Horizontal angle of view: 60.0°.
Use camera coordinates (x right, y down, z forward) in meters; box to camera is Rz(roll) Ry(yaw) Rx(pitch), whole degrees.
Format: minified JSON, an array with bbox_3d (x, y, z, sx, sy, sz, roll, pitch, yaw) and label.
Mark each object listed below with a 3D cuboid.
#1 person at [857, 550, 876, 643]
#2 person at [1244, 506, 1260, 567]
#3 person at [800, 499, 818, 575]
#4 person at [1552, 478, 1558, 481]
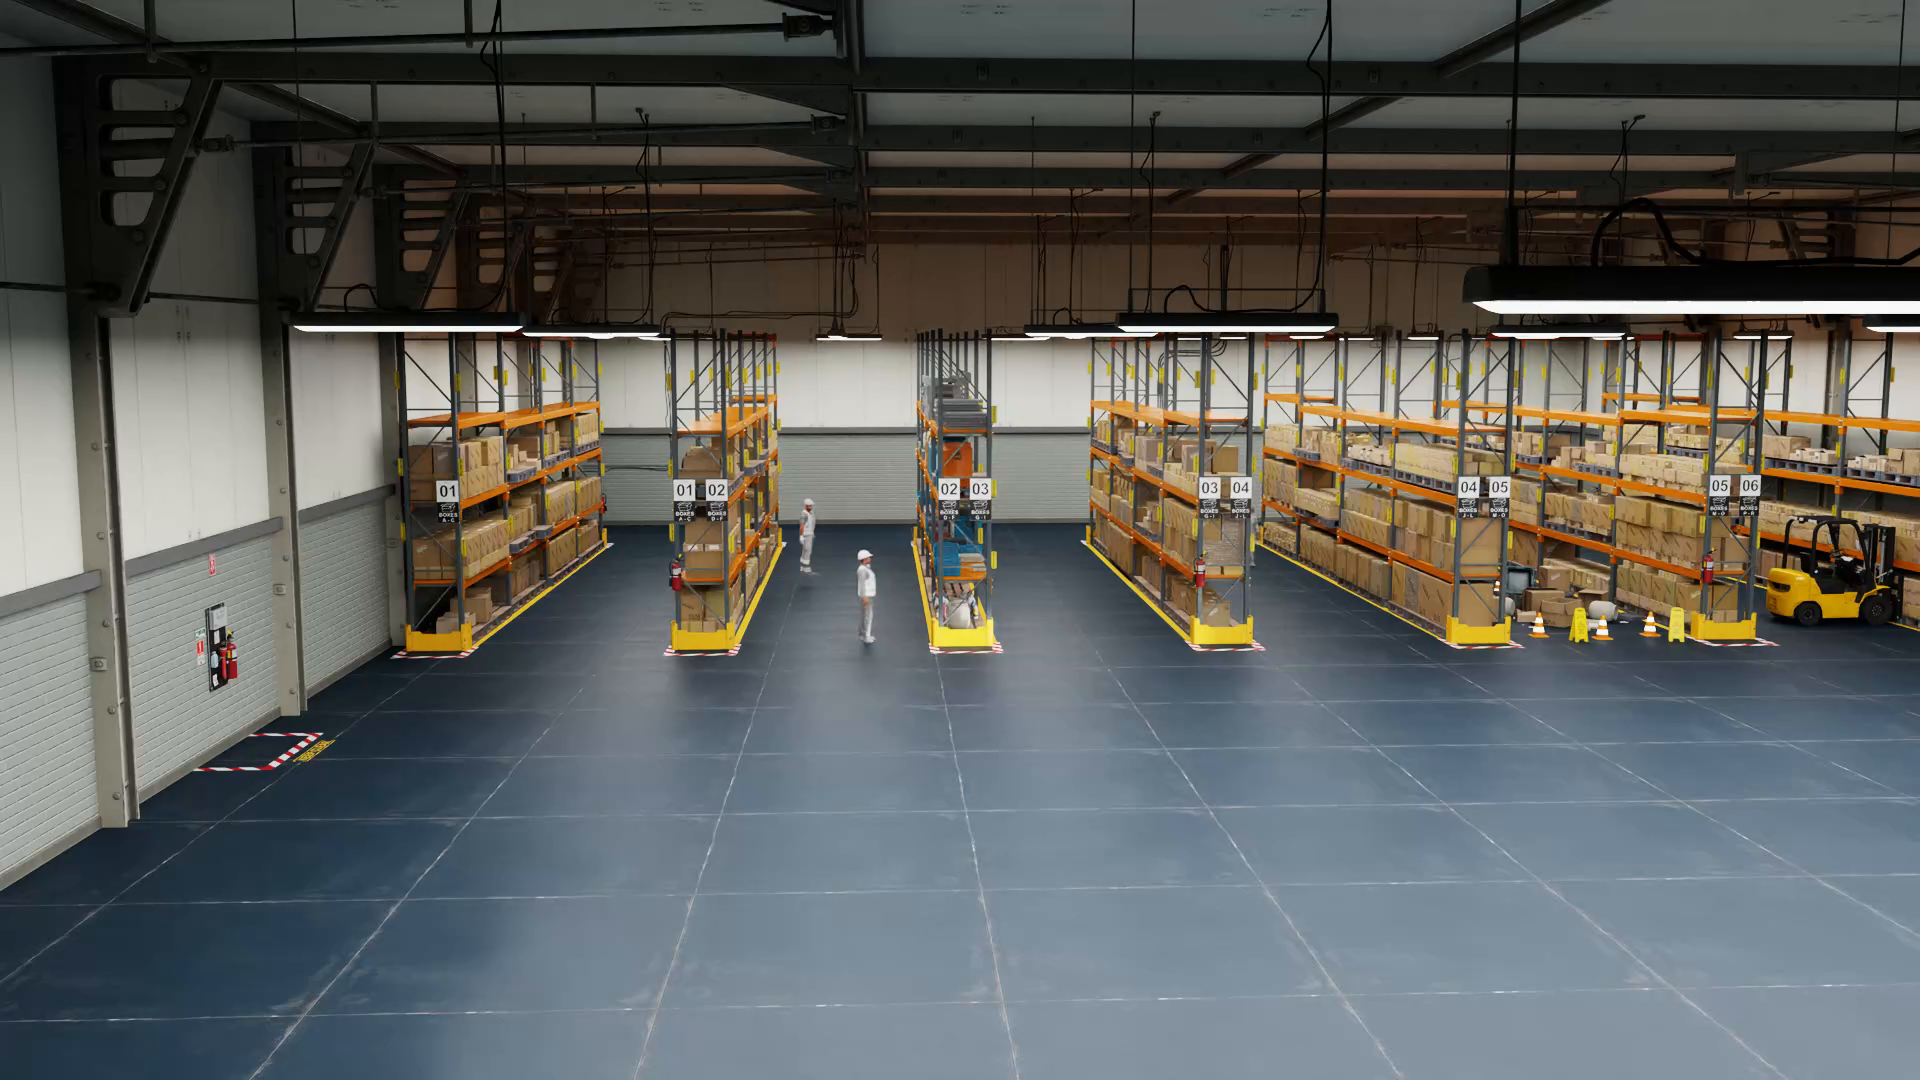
[{"bbox_3d":[-1.808,1.072,32.100,0.361,1.780,0.607,0,7,-1],"label":"person"},{"bbox_3d":[7.505,-0.125,43.027,0.497,1.557,0.823,-1,7,-4],"label":"person"},{"bbox_3d":[-3.579,-0.086,39.316,0.427,1.805,0.574,0,7,-1],"label":"person"},{"bbox_3d":[18.155,-1.069,50.715,0.489,1.629,0.733,2,7,19],"label":"person"}]
